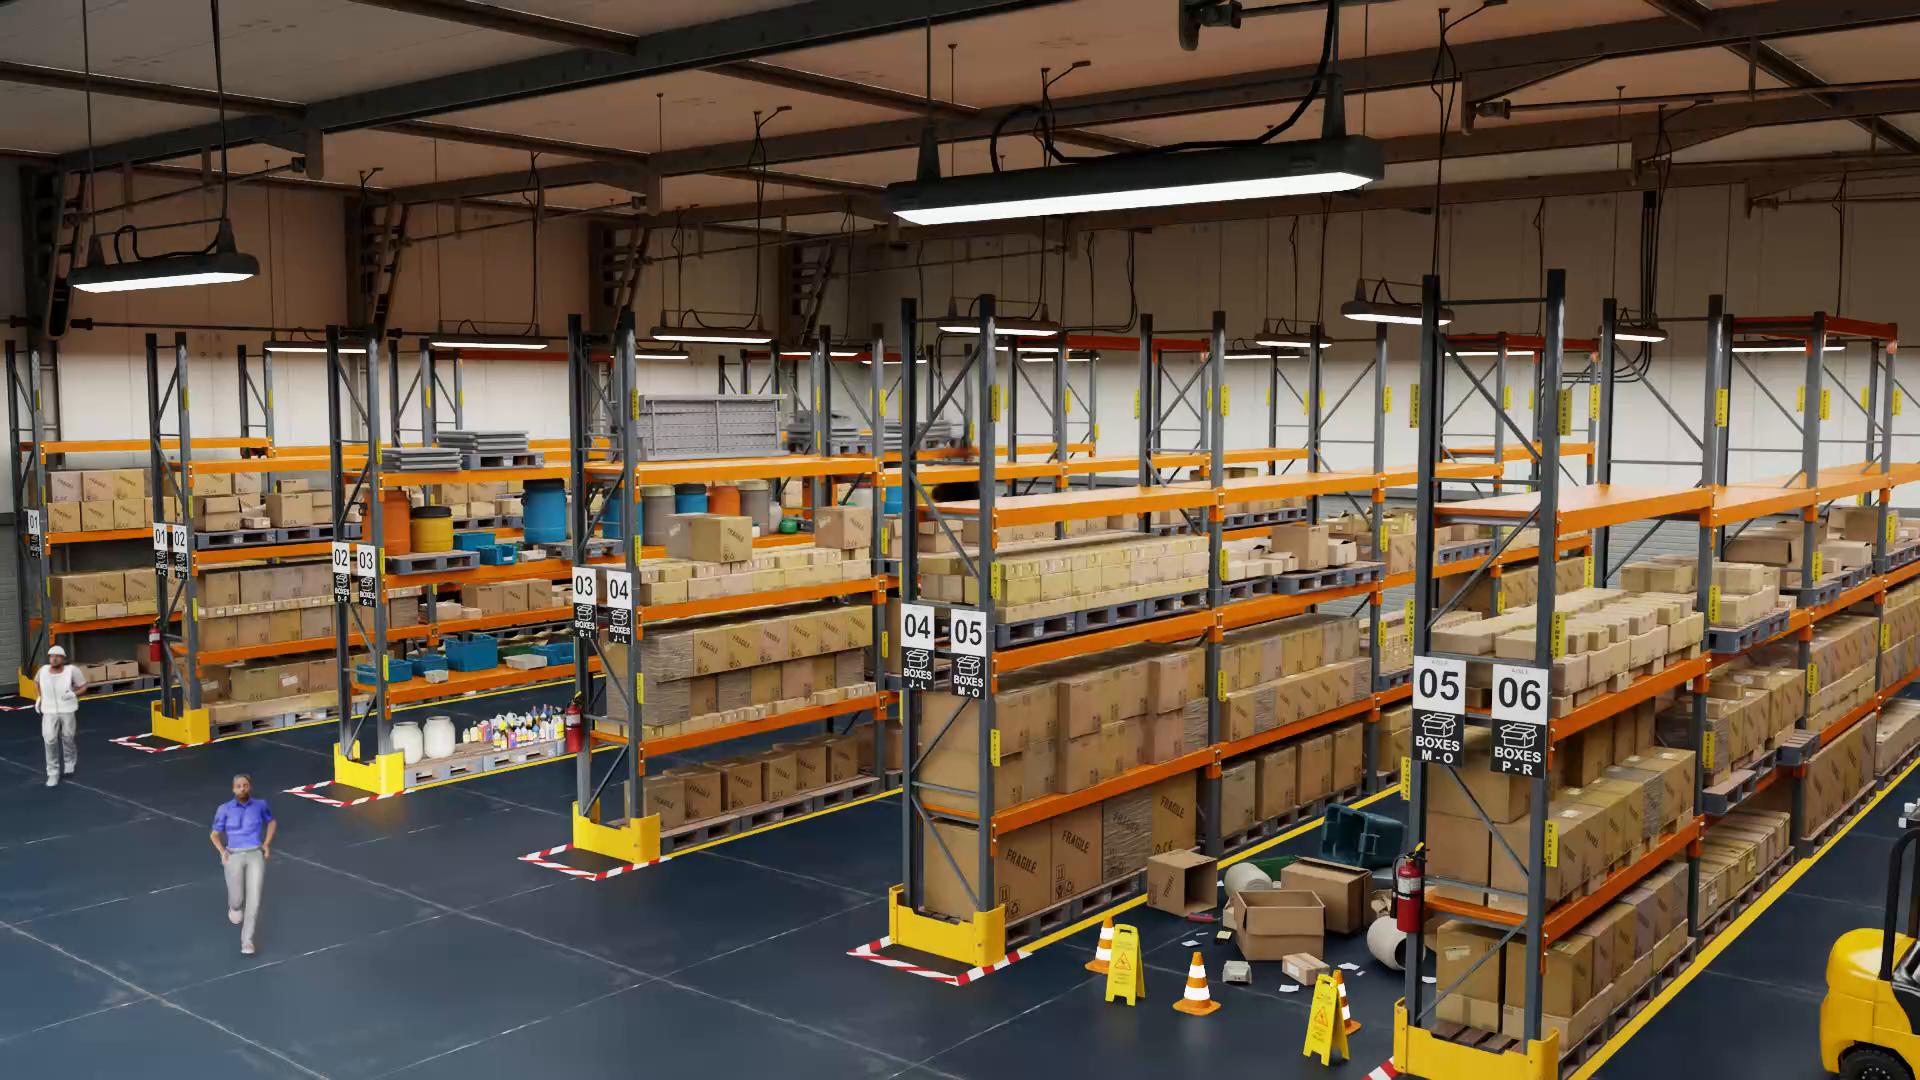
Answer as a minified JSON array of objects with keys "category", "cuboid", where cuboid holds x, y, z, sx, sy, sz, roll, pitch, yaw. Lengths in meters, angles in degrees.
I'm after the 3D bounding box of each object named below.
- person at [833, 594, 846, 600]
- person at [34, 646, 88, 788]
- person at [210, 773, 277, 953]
[{"category":"person","cuboid":[-2.373,1.301,32.966,0.680,1.779,0.917,3,6,32]},{"category":"person","cuboid":[-11.890,2.302,22.002,0.662,1.833,0.810,-2,6,-21]},{"category":"person","cuboid":[-6.648,2.970,15.476,0.577,1.619,0.737,-3,6,-28]}]
